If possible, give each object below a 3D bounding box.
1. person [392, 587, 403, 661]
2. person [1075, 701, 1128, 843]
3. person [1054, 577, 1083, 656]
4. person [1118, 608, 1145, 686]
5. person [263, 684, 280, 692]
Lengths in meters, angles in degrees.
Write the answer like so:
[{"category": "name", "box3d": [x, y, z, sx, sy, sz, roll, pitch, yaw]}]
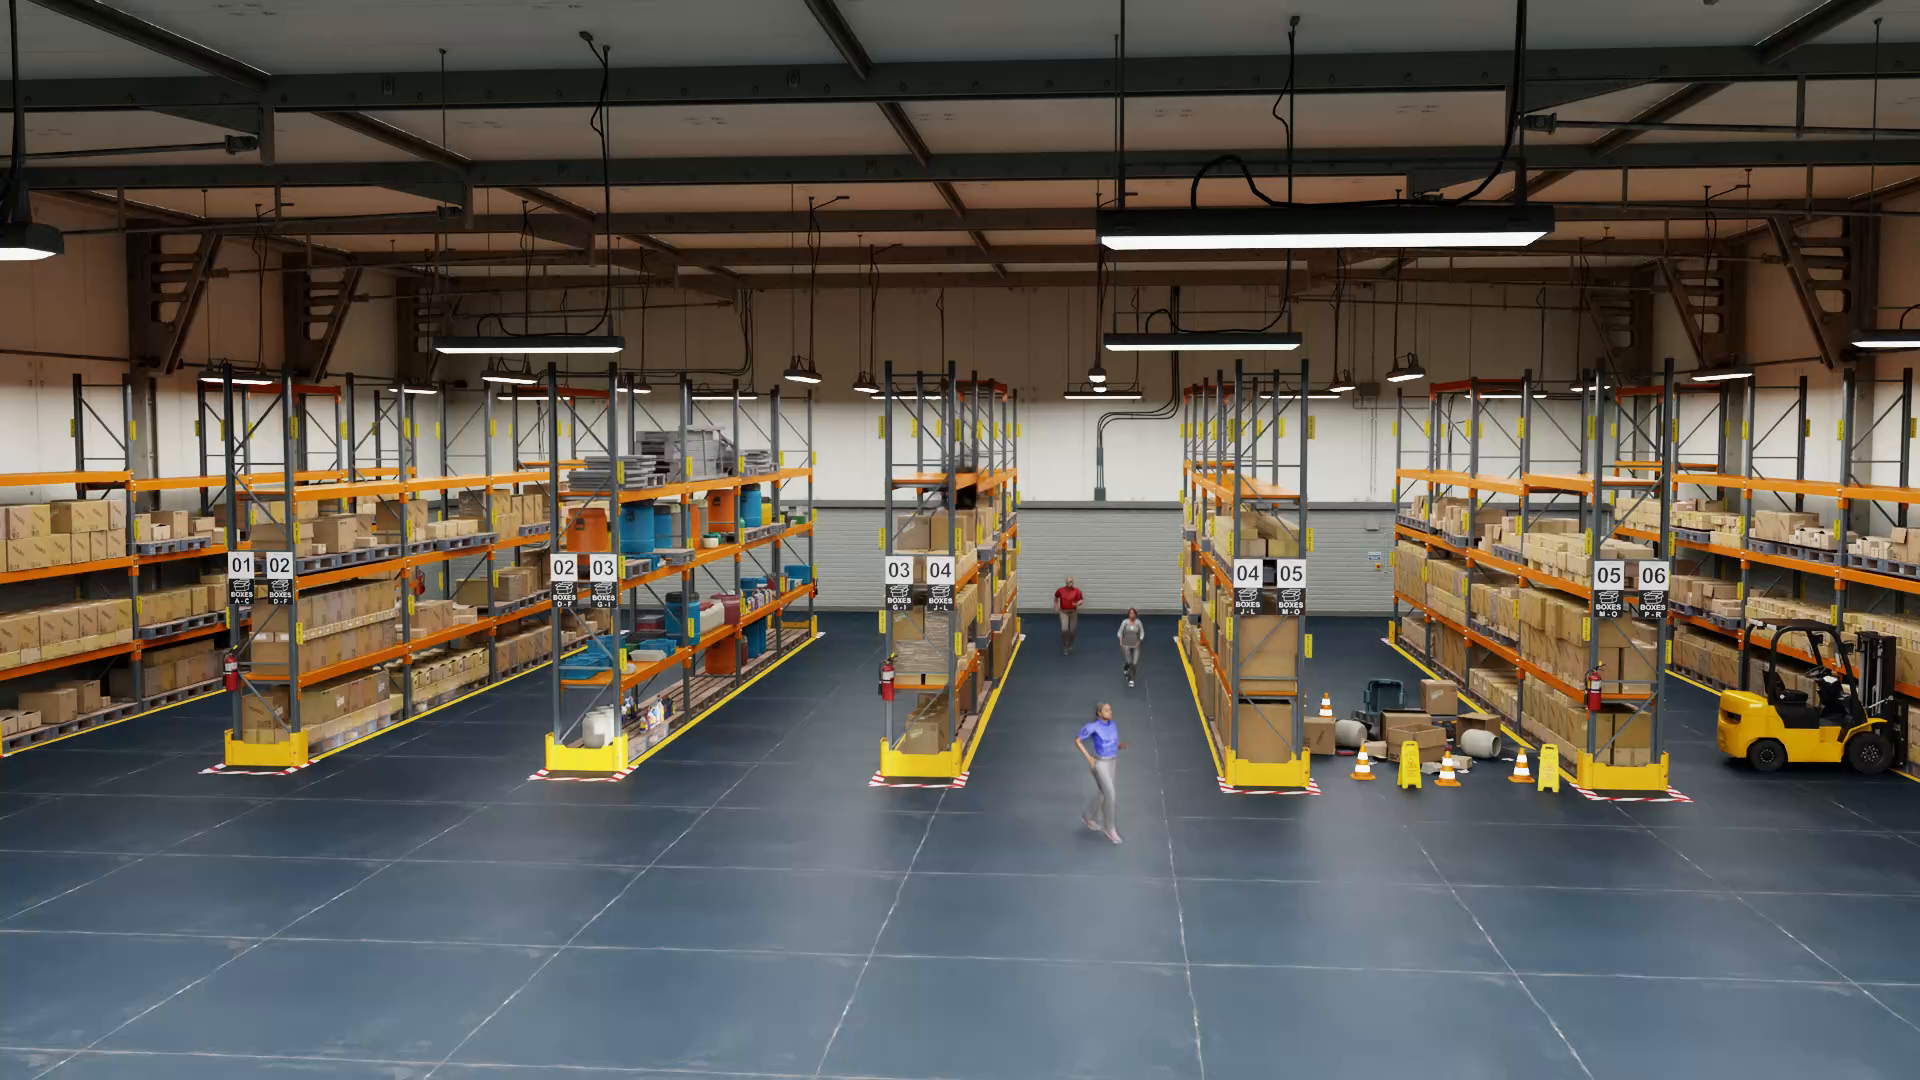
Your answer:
[{"category": "person", "box3d": [-12.035, 1.831, 35.537, 0.599, 1.657, 0.562, -1, 4, -10]}, {"category": "person", "box3d": [1.751, 2.838, 20.469, 0.727, 1.699, 0.560, 3, 5, 43]}, {"category": "person", "box3d": [2.433, 1.714, 37.121, 0.628, 1.791, 0.841, 0, 4, -1]}, {"category": "person", "box3d": [3.354, 2.096, 32.548, 0.523, 1.551, 0.536, 0, 4, 1]}, {"category": "person", "box3d": [-11.651, 2.277, 28.202, 0.578, 1.693, 0.870, 0, 4, 0]}]
